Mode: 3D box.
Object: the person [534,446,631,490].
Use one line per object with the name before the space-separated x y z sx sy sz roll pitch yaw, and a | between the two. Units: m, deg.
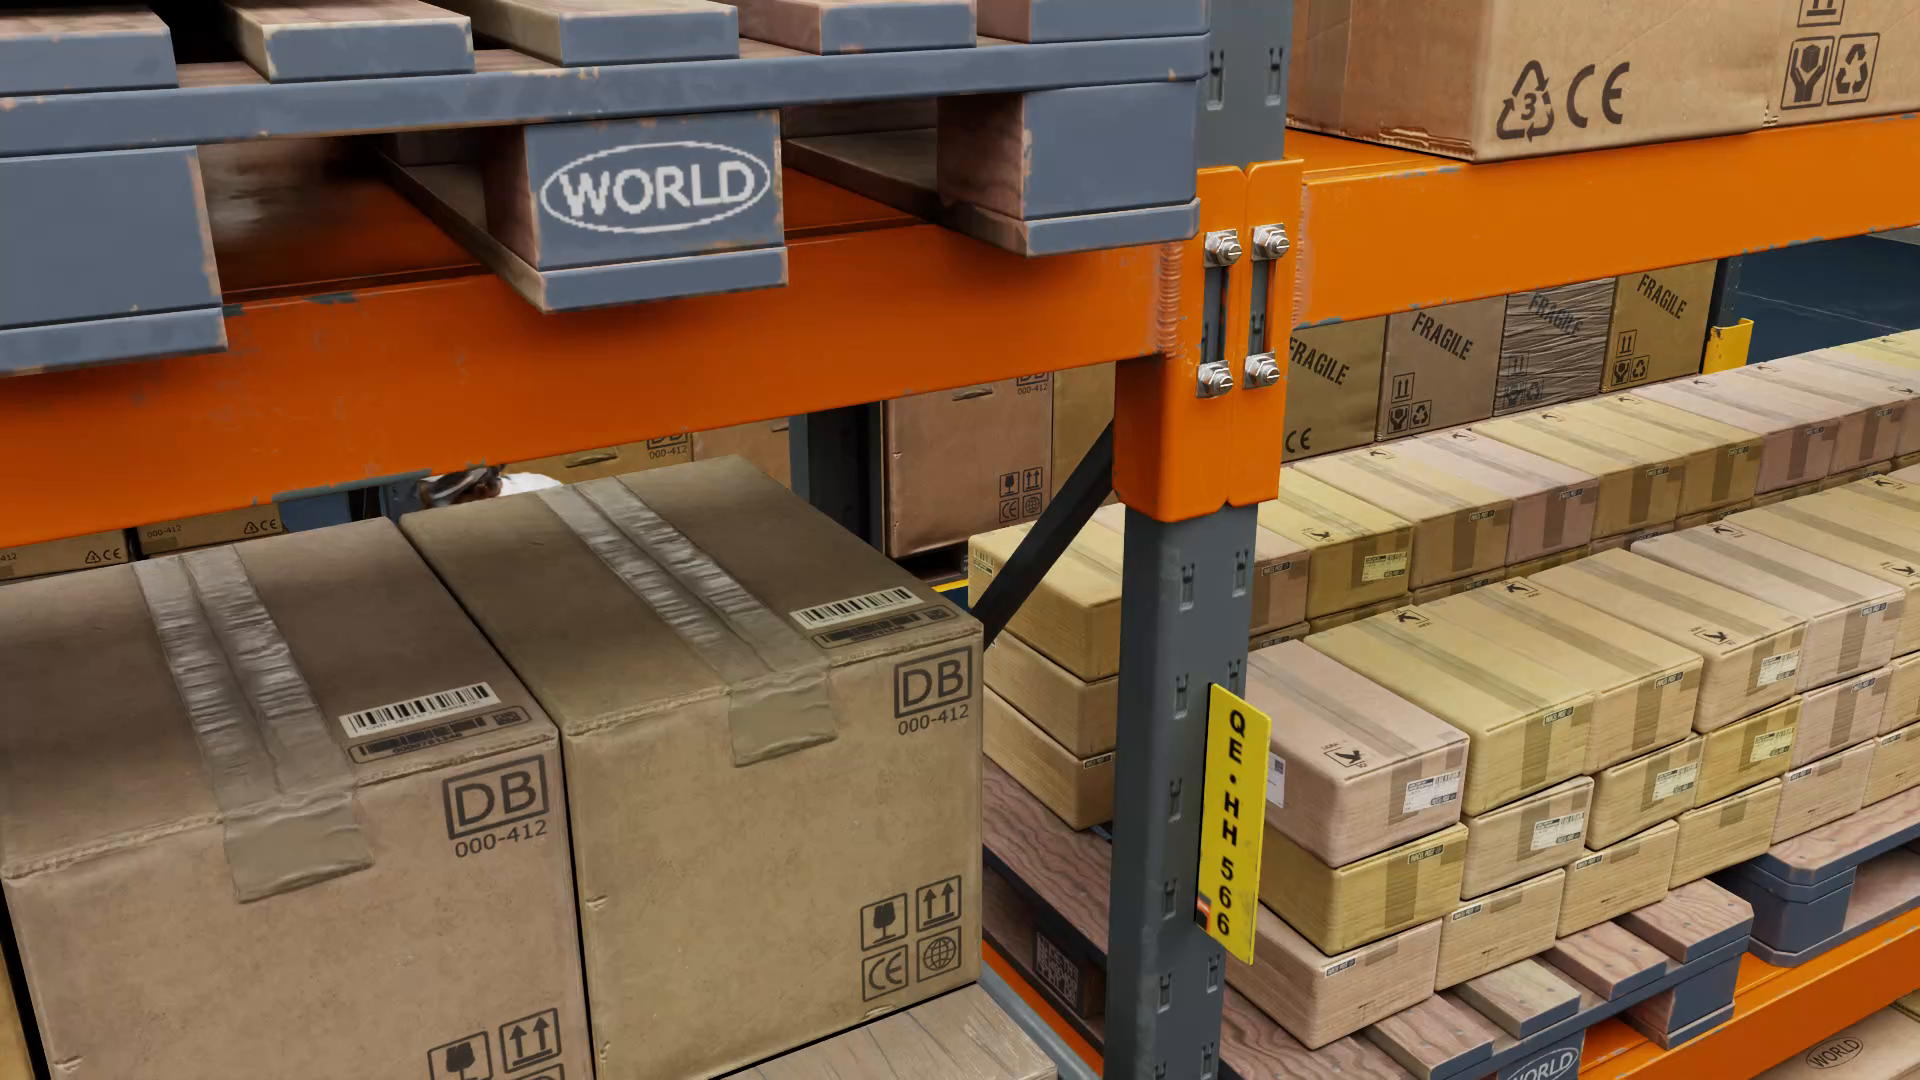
person | -1.264 0.217 5.560 0.544 1.664 0.416 -13 25 -29
